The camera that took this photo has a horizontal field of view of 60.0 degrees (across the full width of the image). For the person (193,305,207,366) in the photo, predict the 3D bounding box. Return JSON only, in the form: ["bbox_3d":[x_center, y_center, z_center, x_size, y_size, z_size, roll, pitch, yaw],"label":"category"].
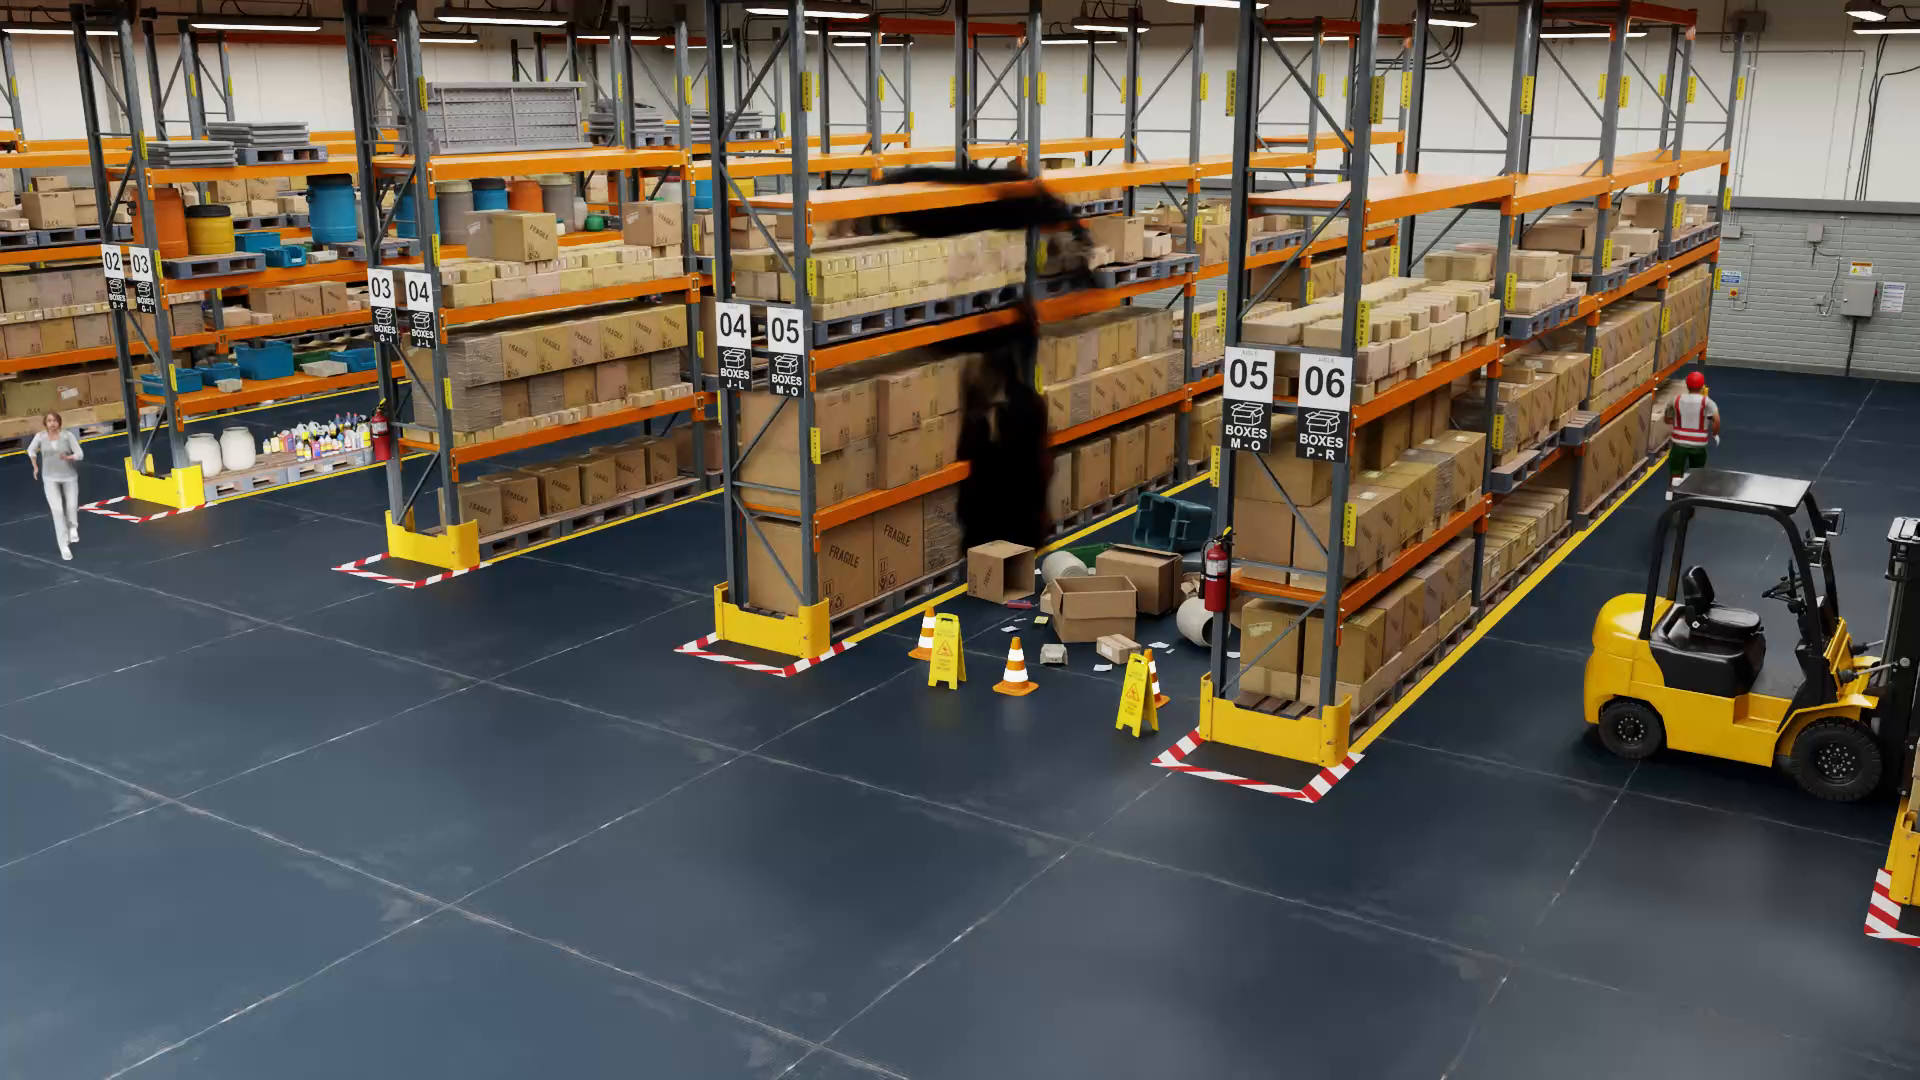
[{"bbox_3d":[-13.293,-3.526,28.821,0.580,1.641,0.904,5,16,18],"label":"person"}]

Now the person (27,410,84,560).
[{"bbox_3d":[-10.021,-0.654,18.517,0.525,1.614,0.832,-10,18,-31],"label":"person"}]

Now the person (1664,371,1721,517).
[{"bbox_3d":[8.728,-1.113,19.899,0.643,1.838,0.760,7,17,22],"label":"person"}]
